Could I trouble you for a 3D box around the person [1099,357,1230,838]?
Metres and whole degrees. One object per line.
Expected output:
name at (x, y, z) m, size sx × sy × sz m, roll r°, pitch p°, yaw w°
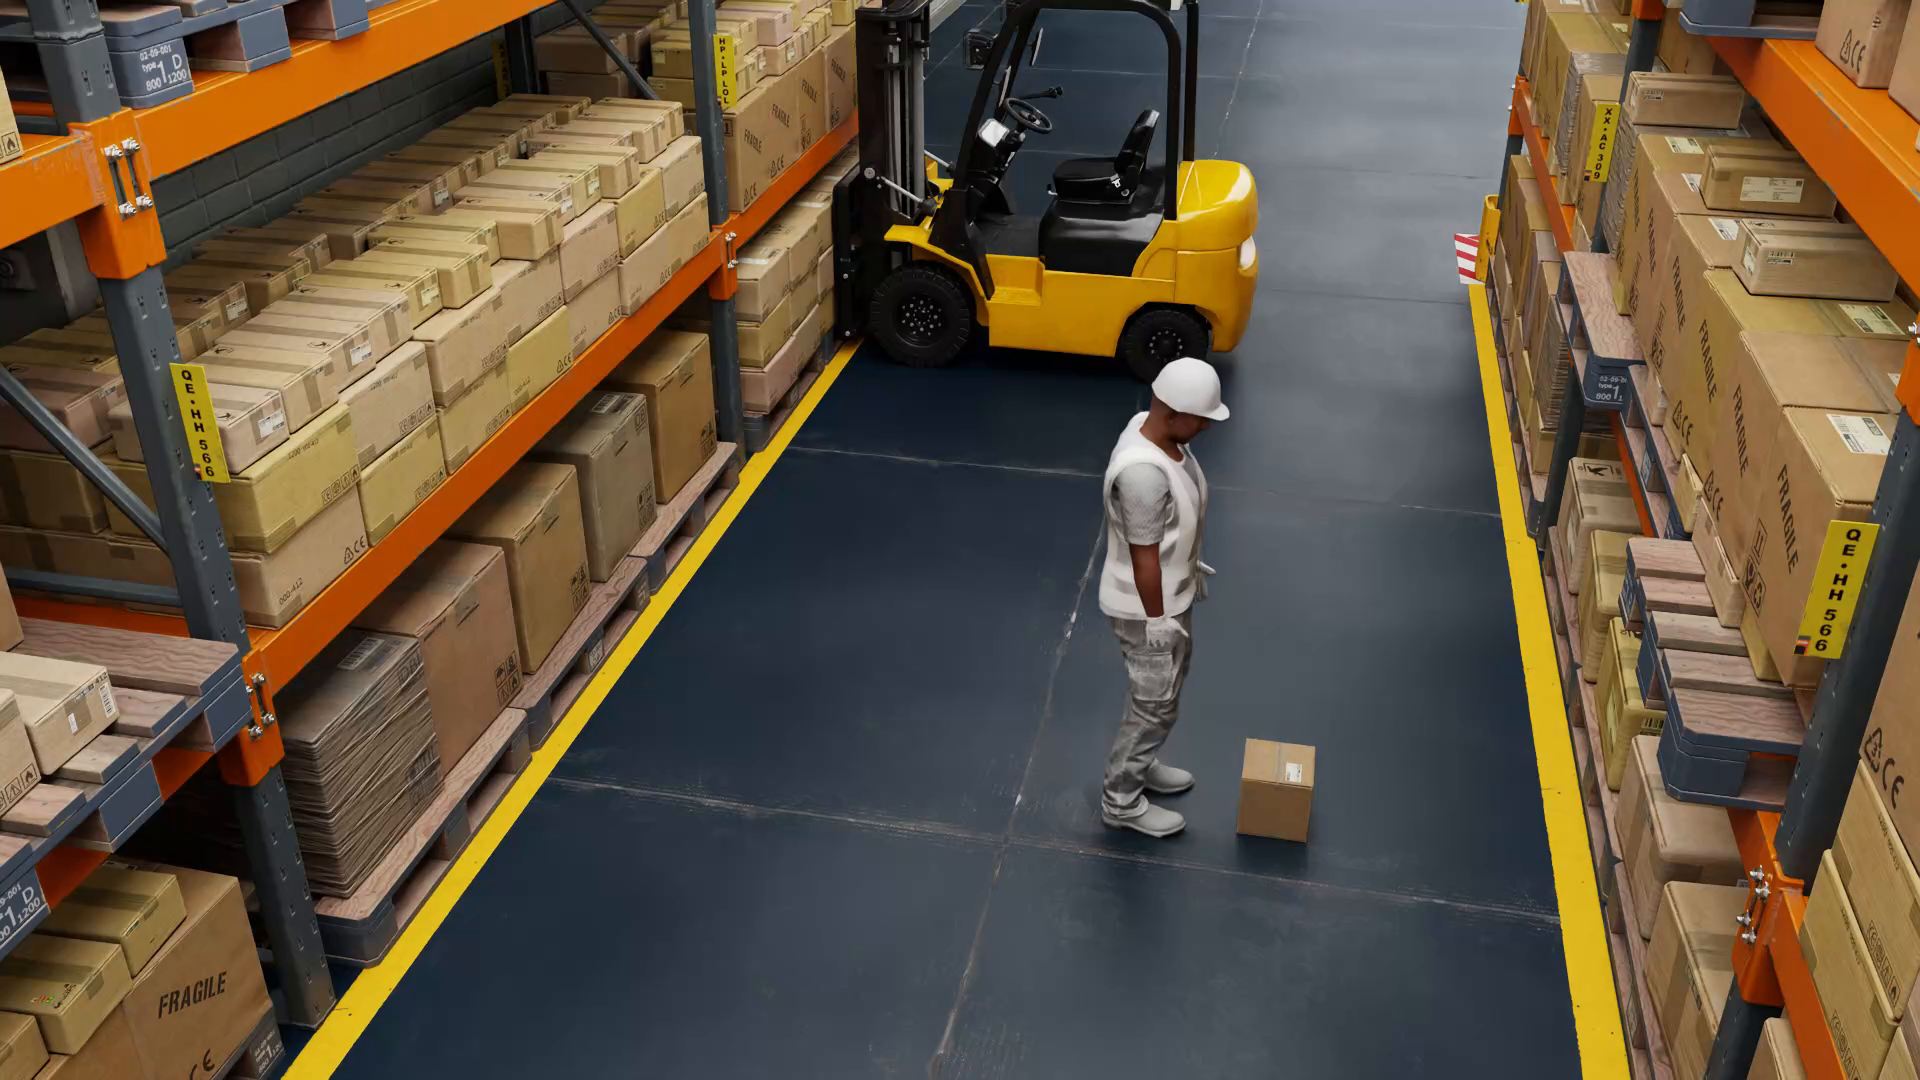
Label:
person at (0.686, 0.188, 5.778) m, size 0.389 × 1.763 × 0.557 m, roll 6°, pitch 29°, yaw 12°
